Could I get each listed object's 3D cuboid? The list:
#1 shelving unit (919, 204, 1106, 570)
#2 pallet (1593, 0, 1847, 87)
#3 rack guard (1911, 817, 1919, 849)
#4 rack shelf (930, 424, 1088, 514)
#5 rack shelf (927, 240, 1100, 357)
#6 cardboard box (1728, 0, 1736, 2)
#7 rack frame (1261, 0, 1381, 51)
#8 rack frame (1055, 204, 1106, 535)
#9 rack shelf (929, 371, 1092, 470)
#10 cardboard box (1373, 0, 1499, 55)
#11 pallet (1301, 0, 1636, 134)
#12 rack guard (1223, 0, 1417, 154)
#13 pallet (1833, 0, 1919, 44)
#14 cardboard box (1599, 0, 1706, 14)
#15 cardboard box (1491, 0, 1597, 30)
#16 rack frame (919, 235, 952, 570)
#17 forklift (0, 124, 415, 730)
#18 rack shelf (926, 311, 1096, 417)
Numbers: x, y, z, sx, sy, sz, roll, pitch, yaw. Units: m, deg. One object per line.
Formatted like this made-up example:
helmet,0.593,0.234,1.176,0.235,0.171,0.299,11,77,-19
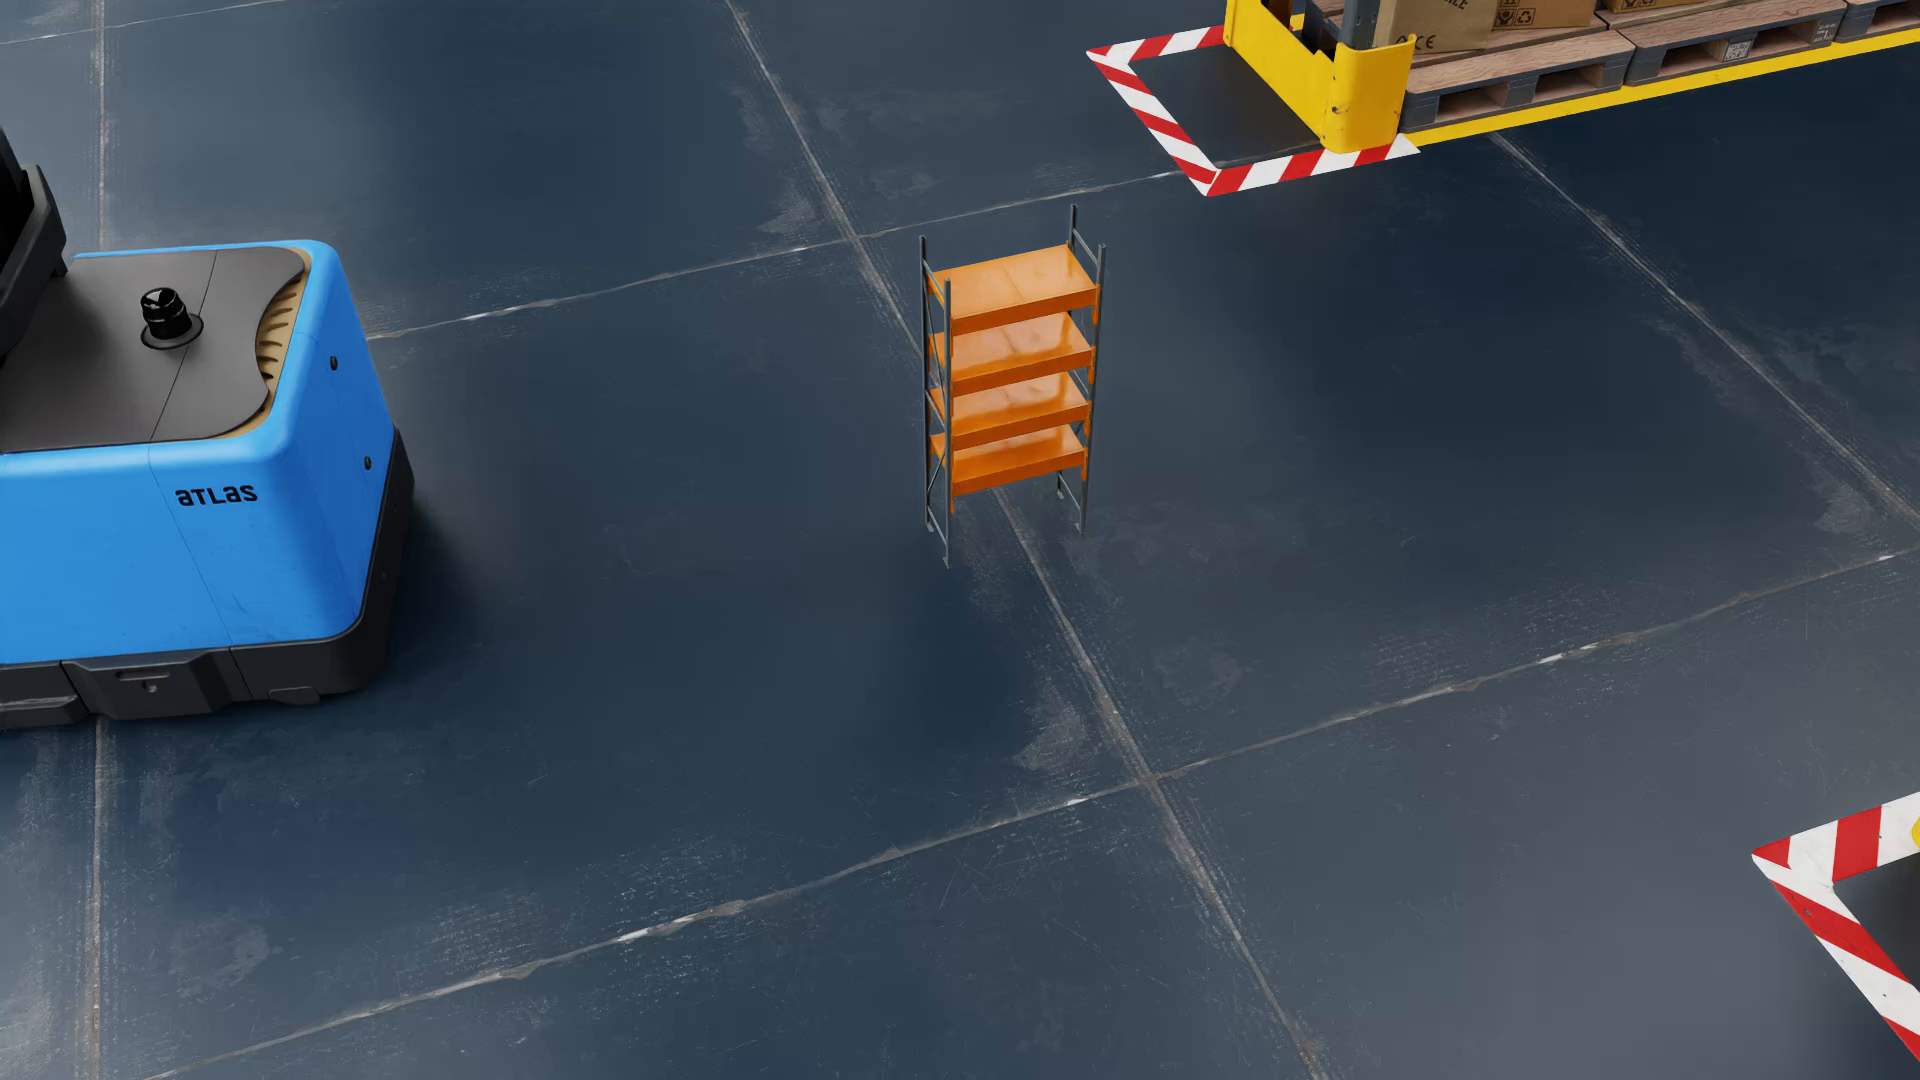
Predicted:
shelving unit,0.156,-0.463,5.365,0.503,1.200,0.258,-14,47,-14
pallet,3.563,-2.692,8.284,1.213,0.211,1.003,-14,47,-14
rack guard,3.136,1.021,4.379,0.348,0.500,1.175,-14,47,-14
rack shelf,0.156,-0.276,5.553,0.480,0.148,0.258,-14,47,-14
rack shelf,0.156,-0.741,5.086,0.480,0.148,0.258,-14,47,-14
cardboard box,3.849,-3.010,8.100,0.500,0.500,0.500,-18,48,-17
rack frame,1.569,-3.196,6.817,0.127,3.000,1.000,-14,47,-14
rack frame,0.385,-0.522,5.423,0.015,1.200,0.240,-14,47,-14
rack shelf,0.156,-0.416,5.412,0.480,0.148,0.258,-14,47,-14
cardboard box,2.162,-2.601,7.693,0.500,0.500,0.500,-6,45,-6
pallet,2.417,-2.402,7.995,1.213,0.211,1.003,-14,47,-14
rack guard,1.641,-2.332,7.721,0.348,0.500,1.175,-14,47,-14
pallet,4.712,-2.988,8.579,1.213,0.211,1.003,-14,47,-14
cardboard box,3.308,-2.905,7.996,0.500,0.500,0.500,-10,46,-10
cardboard box,2.713,-2.767,7.859,0.500,0.500,0.500,-3,45,-3
rack frame,-0.074,-0.405,5.306,0.015,1.200,0.240,-14,47,-14
forklift,-3.376,-0.768,4.446,3.031,2.935,1.130,-5,45,-4
rack shelf,0.156,-0.574,5.254,0.480,0.148,0.258,-14,47,-14
